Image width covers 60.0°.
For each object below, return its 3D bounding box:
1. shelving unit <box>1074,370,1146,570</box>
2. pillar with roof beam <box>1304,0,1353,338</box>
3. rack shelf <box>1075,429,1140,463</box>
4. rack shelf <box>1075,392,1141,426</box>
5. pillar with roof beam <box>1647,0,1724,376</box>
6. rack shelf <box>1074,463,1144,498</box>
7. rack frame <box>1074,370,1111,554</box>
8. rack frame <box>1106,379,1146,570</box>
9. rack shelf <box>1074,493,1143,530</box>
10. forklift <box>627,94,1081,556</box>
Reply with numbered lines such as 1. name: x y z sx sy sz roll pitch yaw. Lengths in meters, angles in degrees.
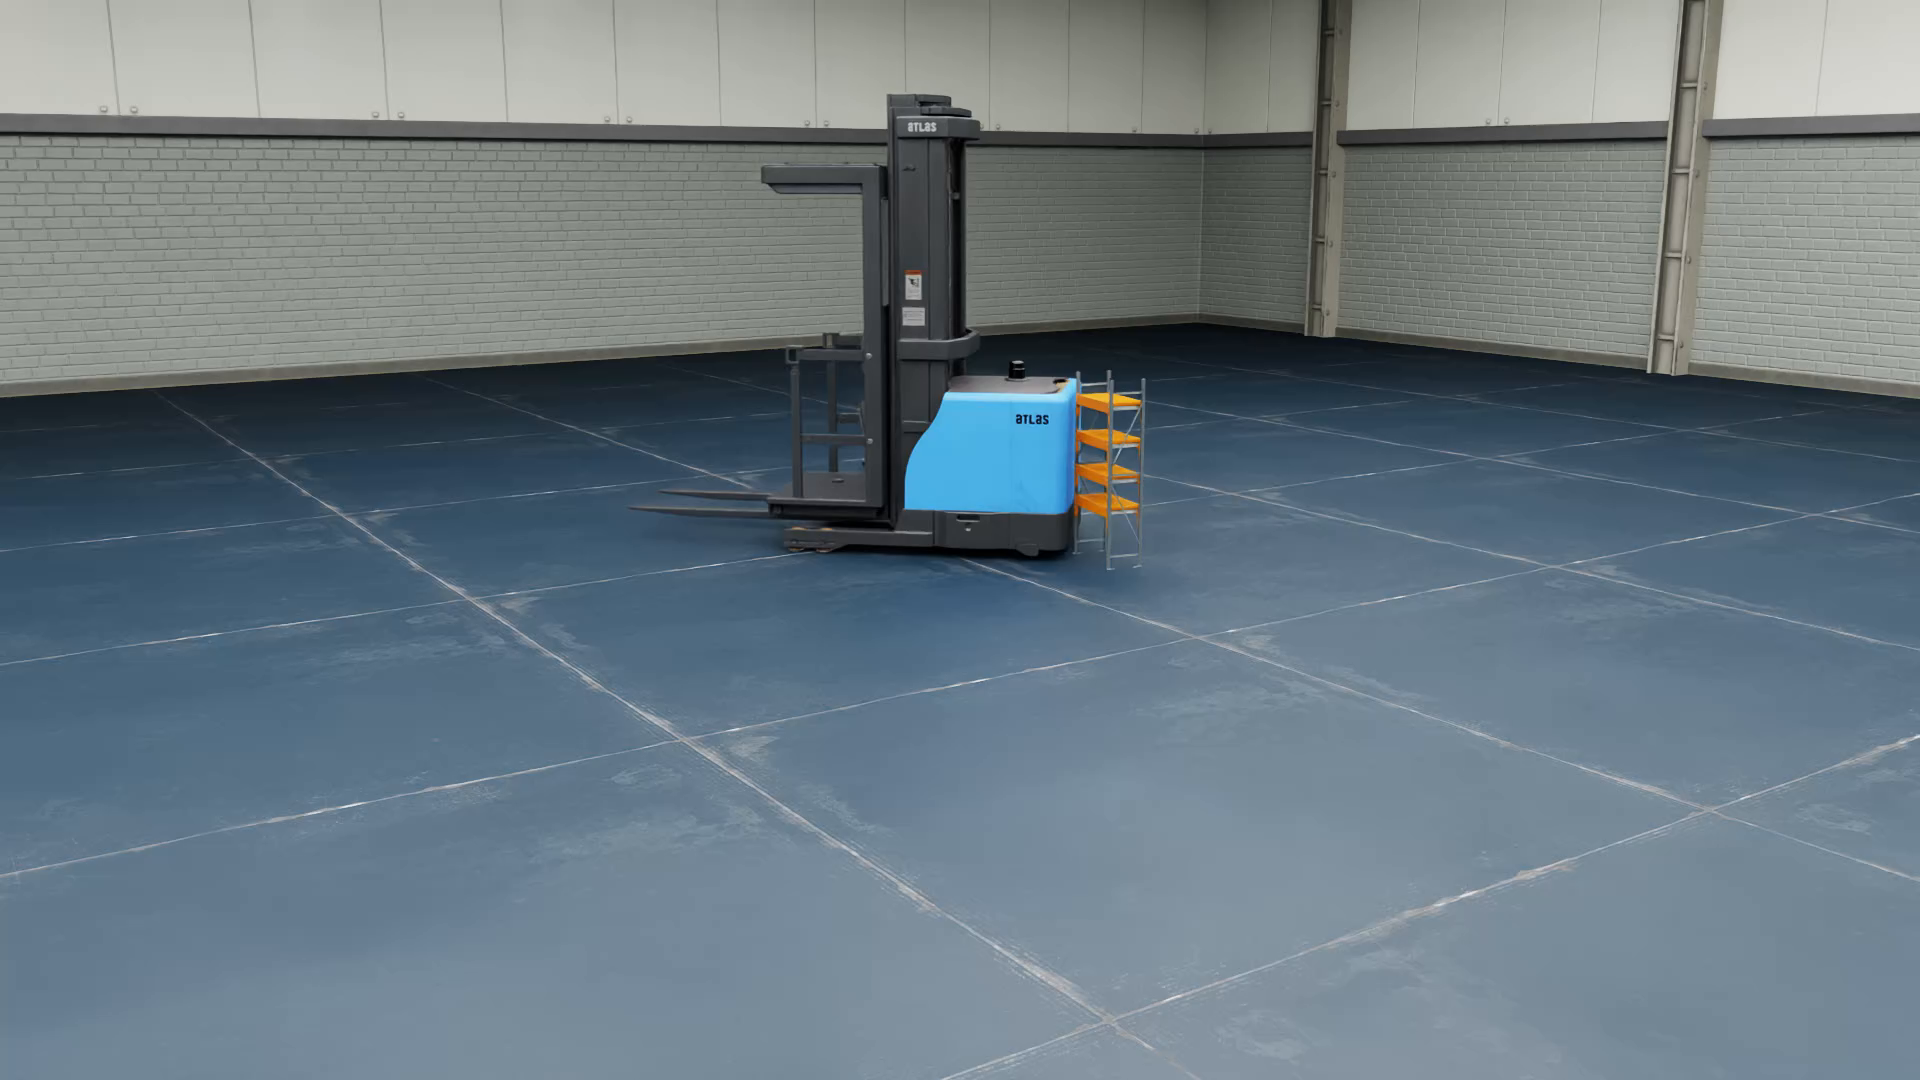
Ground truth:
1. shelving unit: 0.950 -0.455 10.632 0.258 1.200 0.503 -5 13 -20
2. pillar with roof beam: 2.016 -7.055 22.559 9.100 9.000 0.400 -8 15 -33
3. rack shelf: 0.950 -0.607 10.599 0.258 0.148 0.480 -5 13 -20
4. rack shelf: 0.950 -0.839 10.548 0.258 0.148 0.480 -5 13 -20
5. pillar with roof beam: 5.341 -5.988 17.679 9.100 9.000 0.400 -8 15 -33
6. rack shelf: 0.950 -0.389 10.647 0.258 0.148 0.480 -5 13 -20
7. rack frame: 0.862 -0.503 10.855 0.240 1.200 0.015 -5 13 -20
8. rack frame: 1.037 -0.406 10.410 0.240 1.200 0.015 -5 13 -20
9. rack shelf: 0.950 -0.195 10.689 0.258 0.148 0.480 -5 13 -20
10. forklift: -0.724 -1.453 11.147 3.031 2.935 1.130 2 12 9
